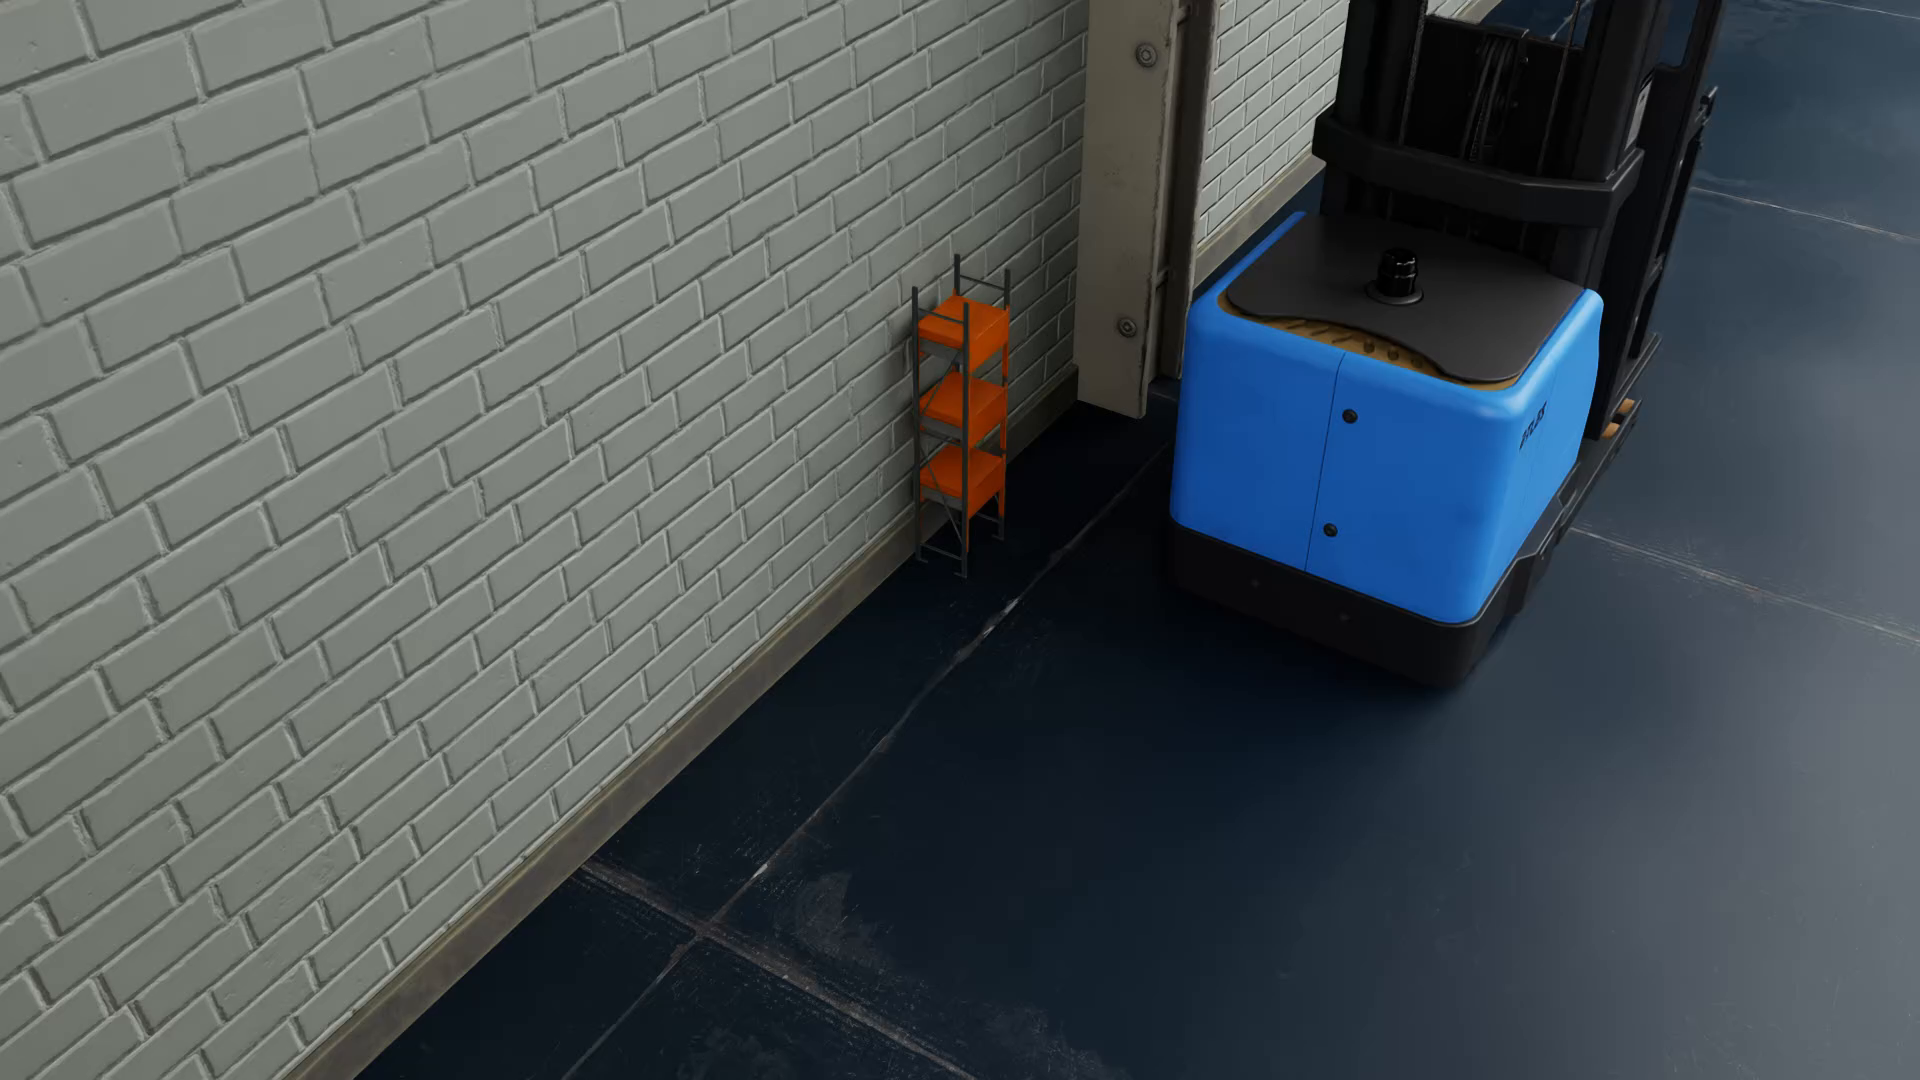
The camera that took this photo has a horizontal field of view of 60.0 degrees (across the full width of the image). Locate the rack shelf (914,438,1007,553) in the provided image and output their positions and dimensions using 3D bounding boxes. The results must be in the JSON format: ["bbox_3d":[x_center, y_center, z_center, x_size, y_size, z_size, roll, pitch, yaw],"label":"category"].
[{"bbox_3d":[0.001,-0.155,5.562,0.215,0.259,0.240,21,42,24],"label":"rack shelf"}]

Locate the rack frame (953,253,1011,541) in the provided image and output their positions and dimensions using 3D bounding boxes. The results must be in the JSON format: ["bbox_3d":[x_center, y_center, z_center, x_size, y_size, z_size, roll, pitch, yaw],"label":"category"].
[{"bbox_3d":[0.067,-0.446,5.468,0.200,1.050,0.008,21,42,24],"label":"rack frame"}]

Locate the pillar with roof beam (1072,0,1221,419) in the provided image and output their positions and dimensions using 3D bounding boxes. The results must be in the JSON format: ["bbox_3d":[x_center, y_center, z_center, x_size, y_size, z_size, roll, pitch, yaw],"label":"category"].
[{"bbox_3d":[4.296,-2.768,1.969,9.100,9.000,0.400,21,42,25],"label":"pillar with roof beam"}]

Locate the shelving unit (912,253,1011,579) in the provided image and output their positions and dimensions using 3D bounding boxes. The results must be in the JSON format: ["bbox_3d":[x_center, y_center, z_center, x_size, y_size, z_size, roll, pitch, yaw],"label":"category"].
[{"bbox_3d":[0.003,-0.383,5.385,0.215,1.050,0.252,21,42,24],"label":"shelving unit"}]

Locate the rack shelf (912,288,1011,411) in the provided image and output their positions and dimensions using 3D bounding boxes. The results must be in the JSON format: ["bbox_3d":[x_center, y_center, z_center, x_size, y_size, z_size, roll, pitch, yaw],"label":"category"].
[{"bbox_3d":[0.004,-0.599,5.218,0.215,0.259,0.240,21,42,24],"label":"rack shelf"}]

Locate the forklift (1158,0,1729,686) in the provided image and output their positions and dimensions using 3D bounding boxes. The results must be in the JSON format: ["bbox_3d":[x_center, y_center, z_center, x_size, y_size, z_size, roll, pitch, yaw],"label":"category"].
[{"bbox_3d":[1.891,-1.580,5.399,1.130,2.935,3.031,22,43,26],"label":"forklift"}]

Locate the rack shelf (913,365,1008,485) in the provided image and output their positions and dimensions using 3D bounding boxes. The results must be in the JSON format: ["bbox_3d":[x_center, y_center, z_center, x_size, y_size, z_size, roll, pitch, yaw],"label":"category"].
[{"bbox_3d":[0.003,-0.374,5.392,0.215,0.259,0.240,21,42,24],"label":"rack shelf"}]

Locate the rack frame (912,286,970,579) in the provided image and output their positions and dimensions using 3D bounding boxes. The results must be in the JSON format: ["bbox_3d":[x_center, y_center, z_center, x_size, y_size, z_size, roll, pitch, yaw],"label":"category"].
[{"bbox_3d":[-0.061,-0.319,5.303,0.200,1.050,0.008,21,42,24],"label":"rack frame"}]
